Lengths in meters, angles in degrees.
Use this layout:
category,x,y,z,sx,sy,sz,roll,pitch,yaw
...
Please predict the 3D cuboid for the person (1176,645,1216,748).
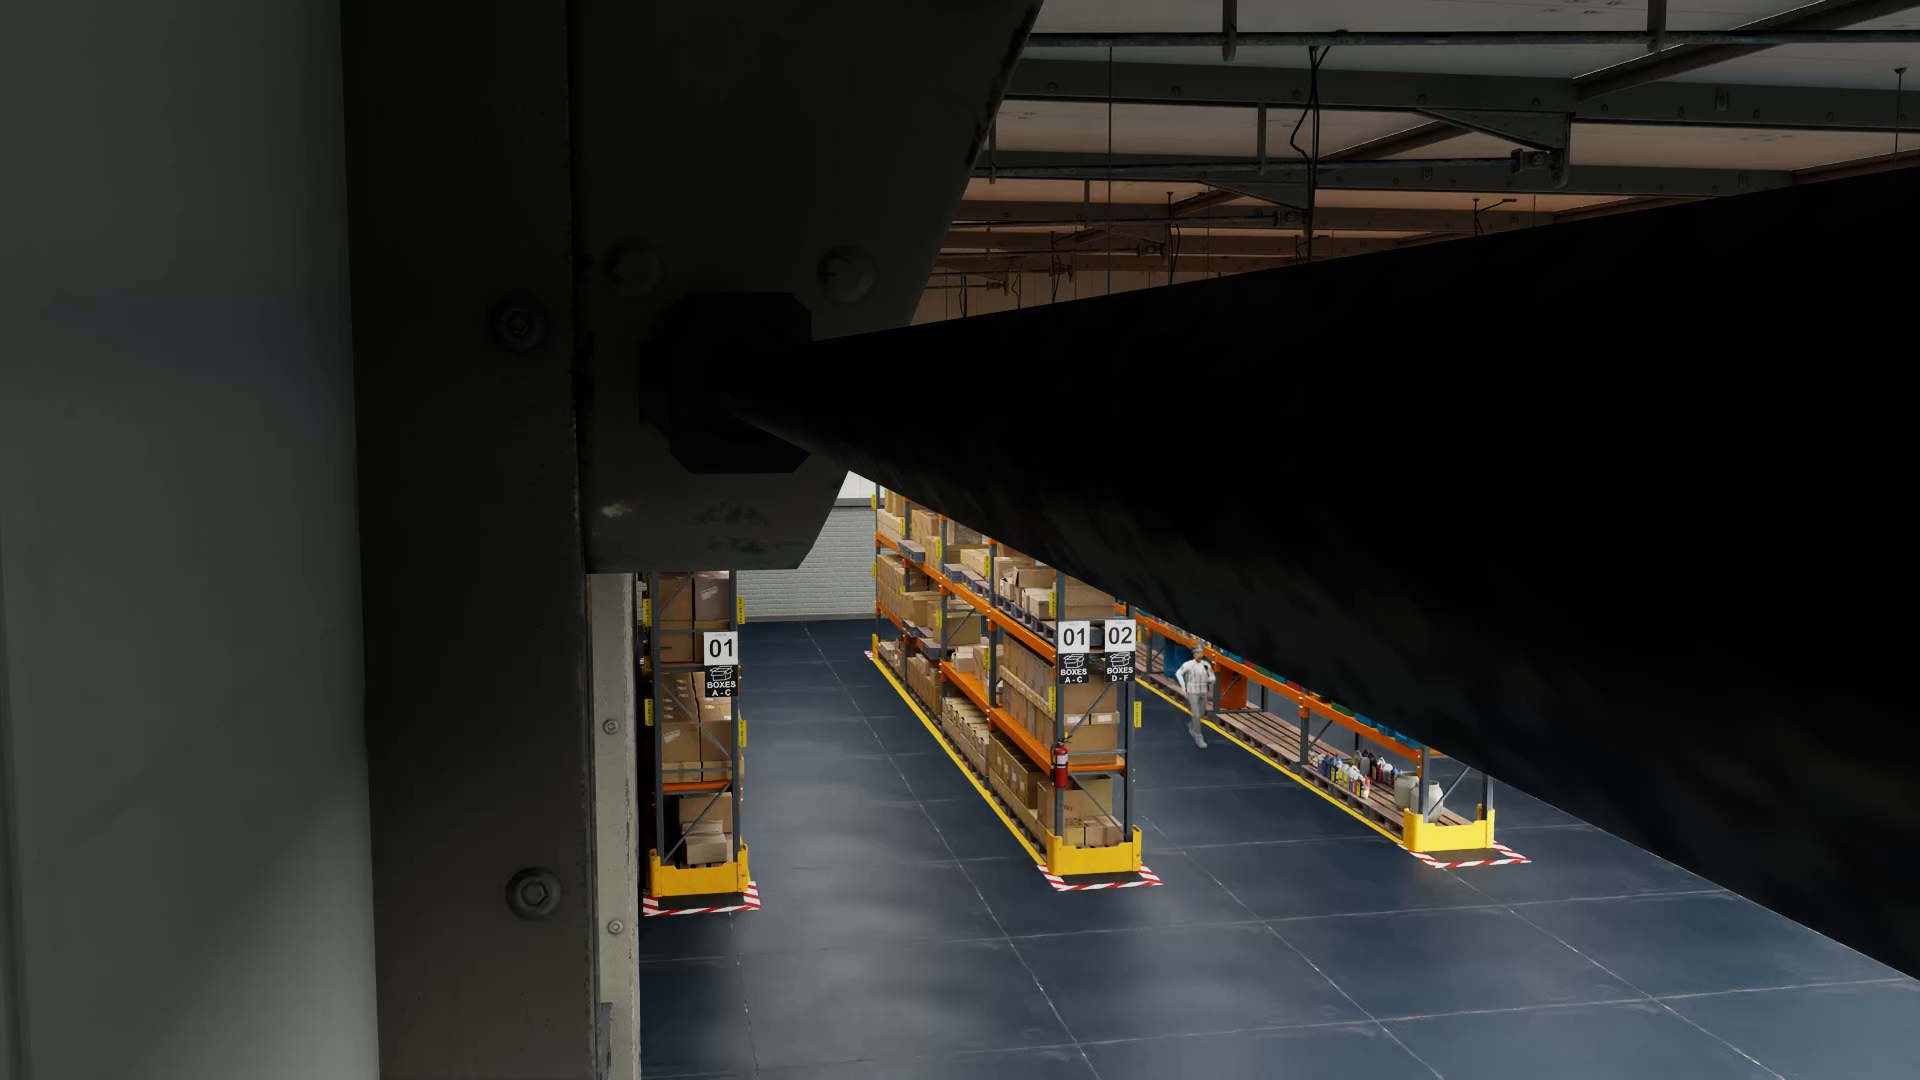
category,x,y,z,sx,sy,sz,roll,pitch,yaw
person,4.003,2.586,28.047,0.611,1.681,0.940,-2,6,-16
